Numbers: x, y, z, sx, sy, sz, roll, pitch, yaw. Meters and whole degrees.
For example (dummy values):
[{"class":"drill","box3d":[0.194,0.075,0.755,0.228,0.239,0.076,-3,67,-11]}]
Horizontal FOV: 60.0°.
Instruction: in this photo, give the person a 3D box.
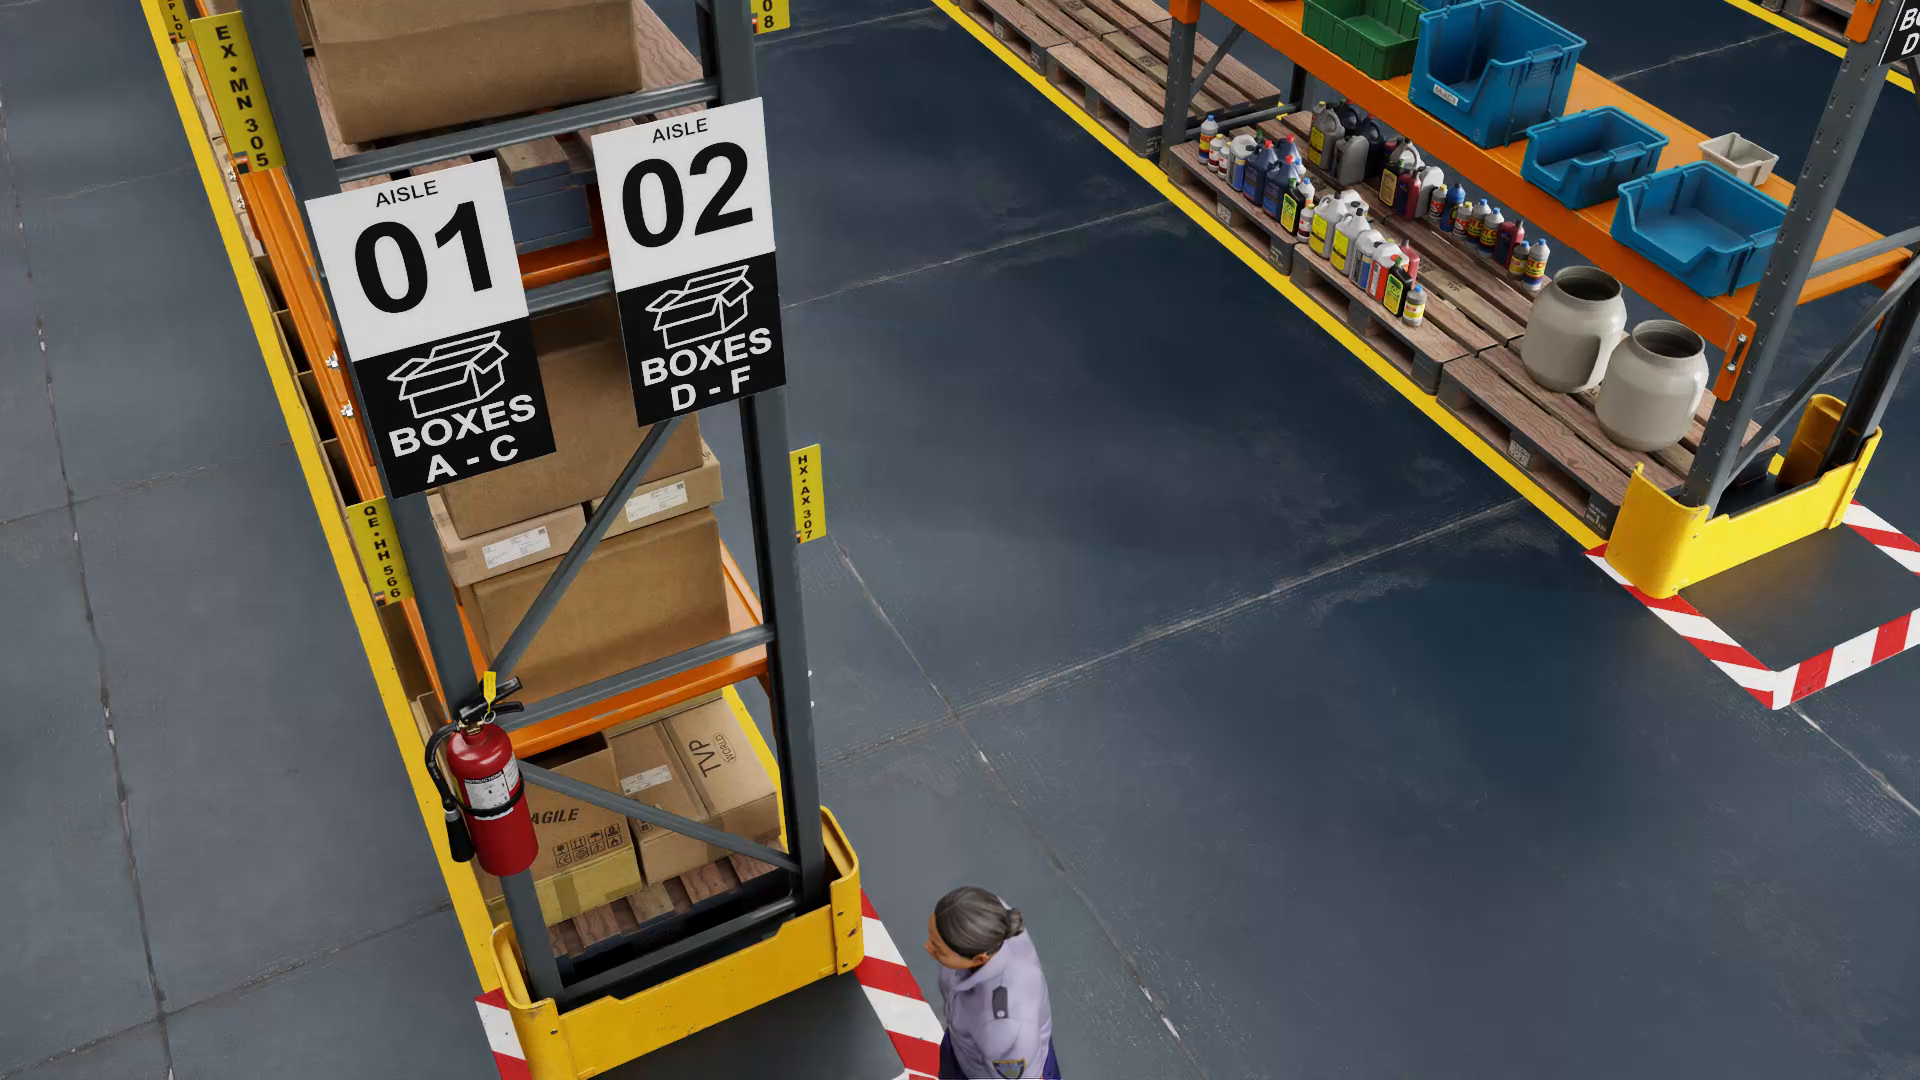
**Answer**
[{"class":"person","box3d":[0.078,1.438,4.541,0.373,1.650,0.558,-7,42,-8]}]
